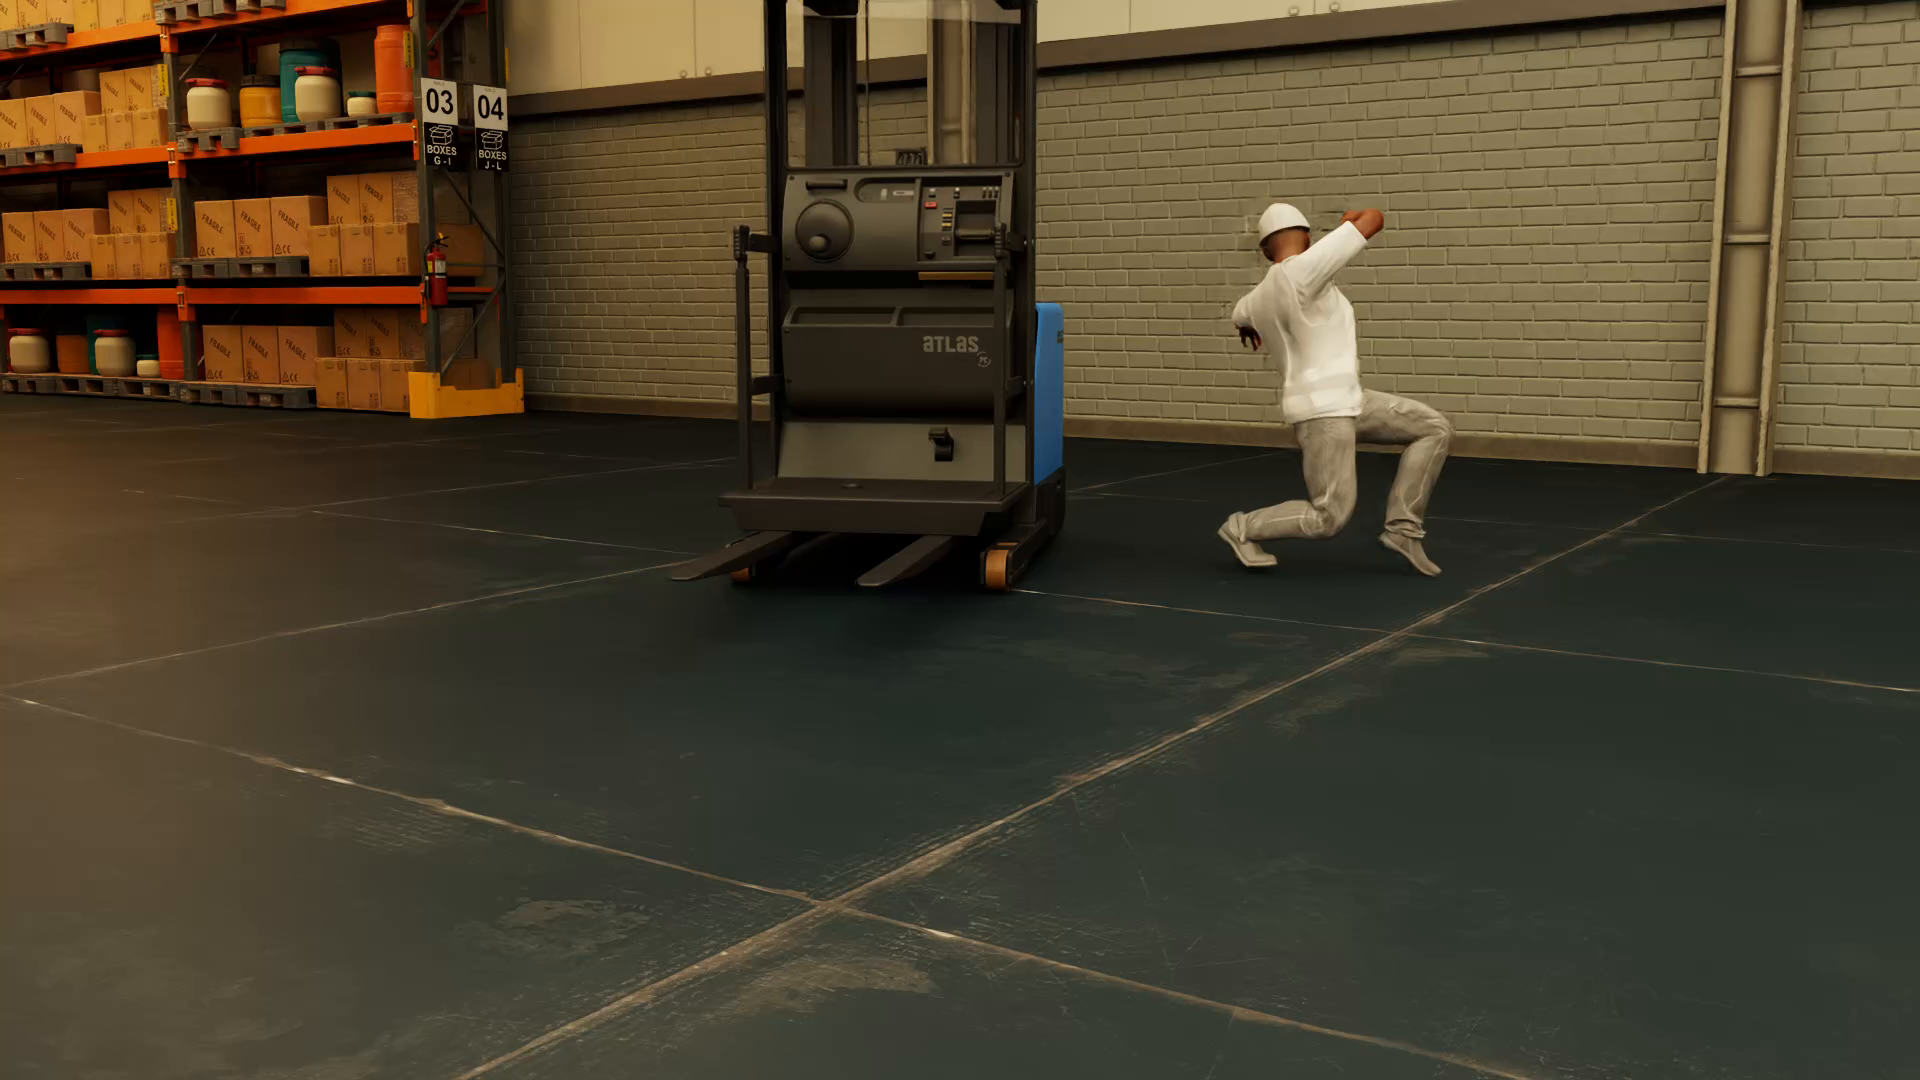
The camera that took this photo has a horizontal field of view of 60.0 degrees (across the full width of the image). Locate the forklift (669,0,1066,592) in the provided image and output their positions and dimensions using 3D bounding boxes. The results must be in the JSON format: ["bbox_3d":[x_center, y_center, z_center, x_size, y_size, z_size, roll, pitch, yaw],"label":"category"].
[{"bbox_3d":[-0.288,-1.311,6.410,1.130,2.935,3.031,2,8,11],"label":"forklift"}]

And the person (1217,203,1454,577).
[{"bbox_3d":[1.550,-0.620,6.825,0.916,1.484,1.059,2,8,14],"label":"person"}]
